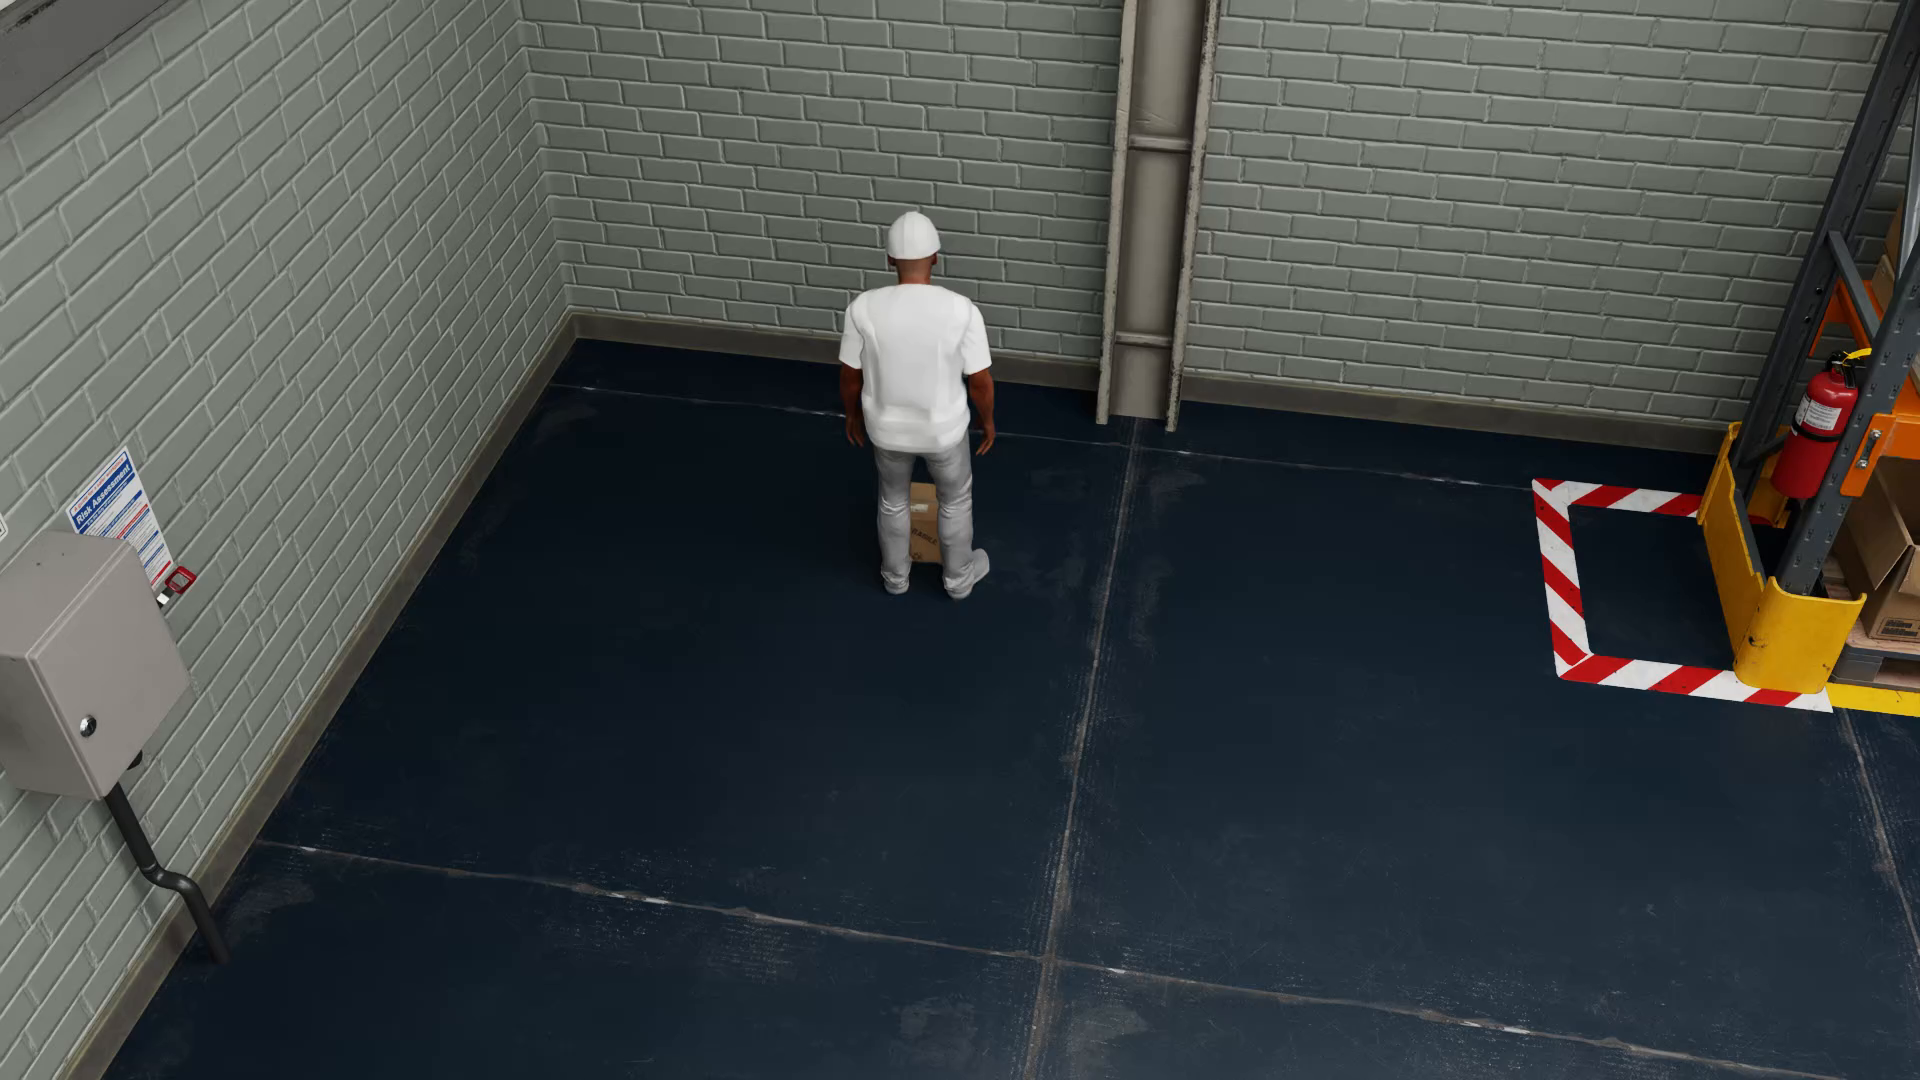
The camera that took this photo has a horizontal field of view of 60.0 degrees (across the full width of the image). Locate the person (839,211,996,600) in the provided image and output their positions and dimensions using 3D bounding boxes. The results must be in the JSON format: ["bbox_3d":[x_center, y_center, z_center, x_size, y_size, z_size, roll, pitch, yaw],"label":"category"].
[{"bbox_3d":[-0.166,-0.501,6.734,0.622,1.759,0.462,5,41,6],"label":"person"}]
